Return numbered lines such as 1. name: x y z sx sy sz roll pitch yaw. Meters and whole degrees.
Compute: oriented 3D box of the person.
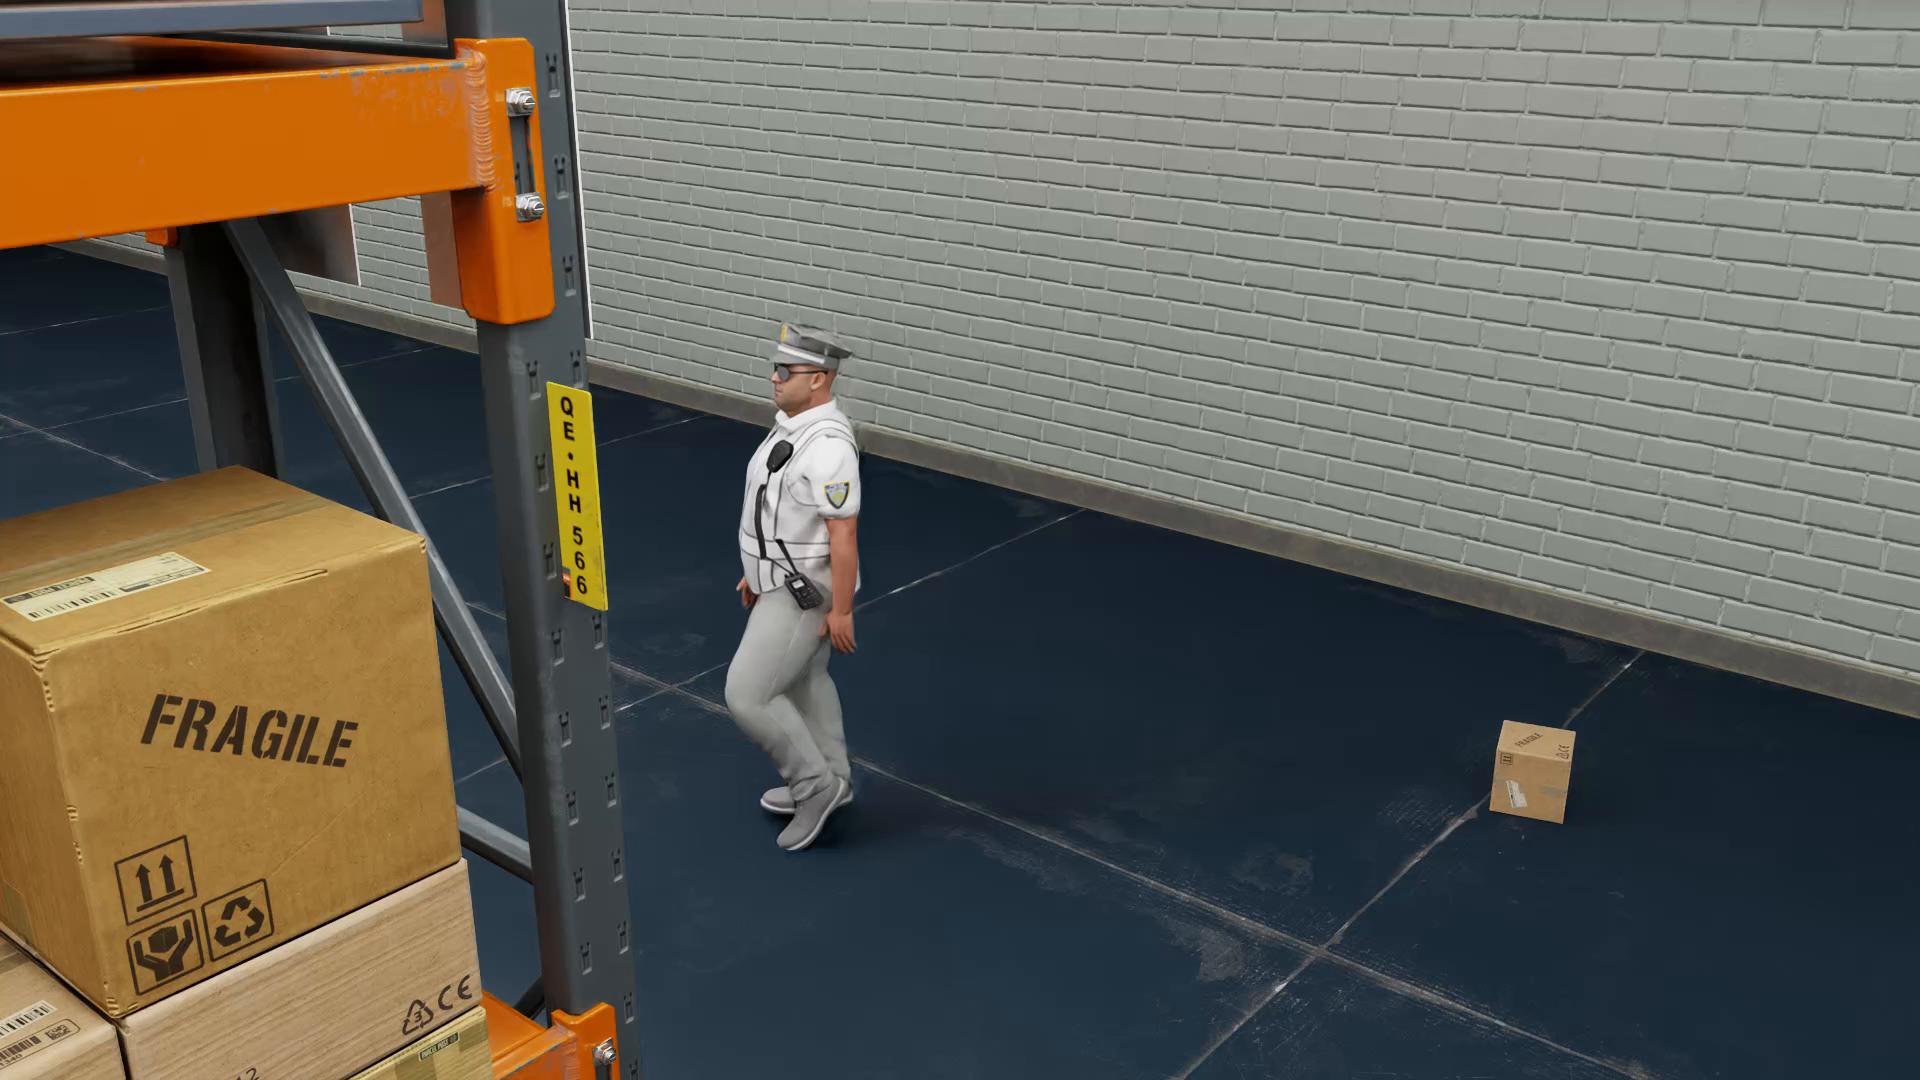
1. person: -0.579 0.169 5.581 0.473 1.816 0.538 -4 21 -12
